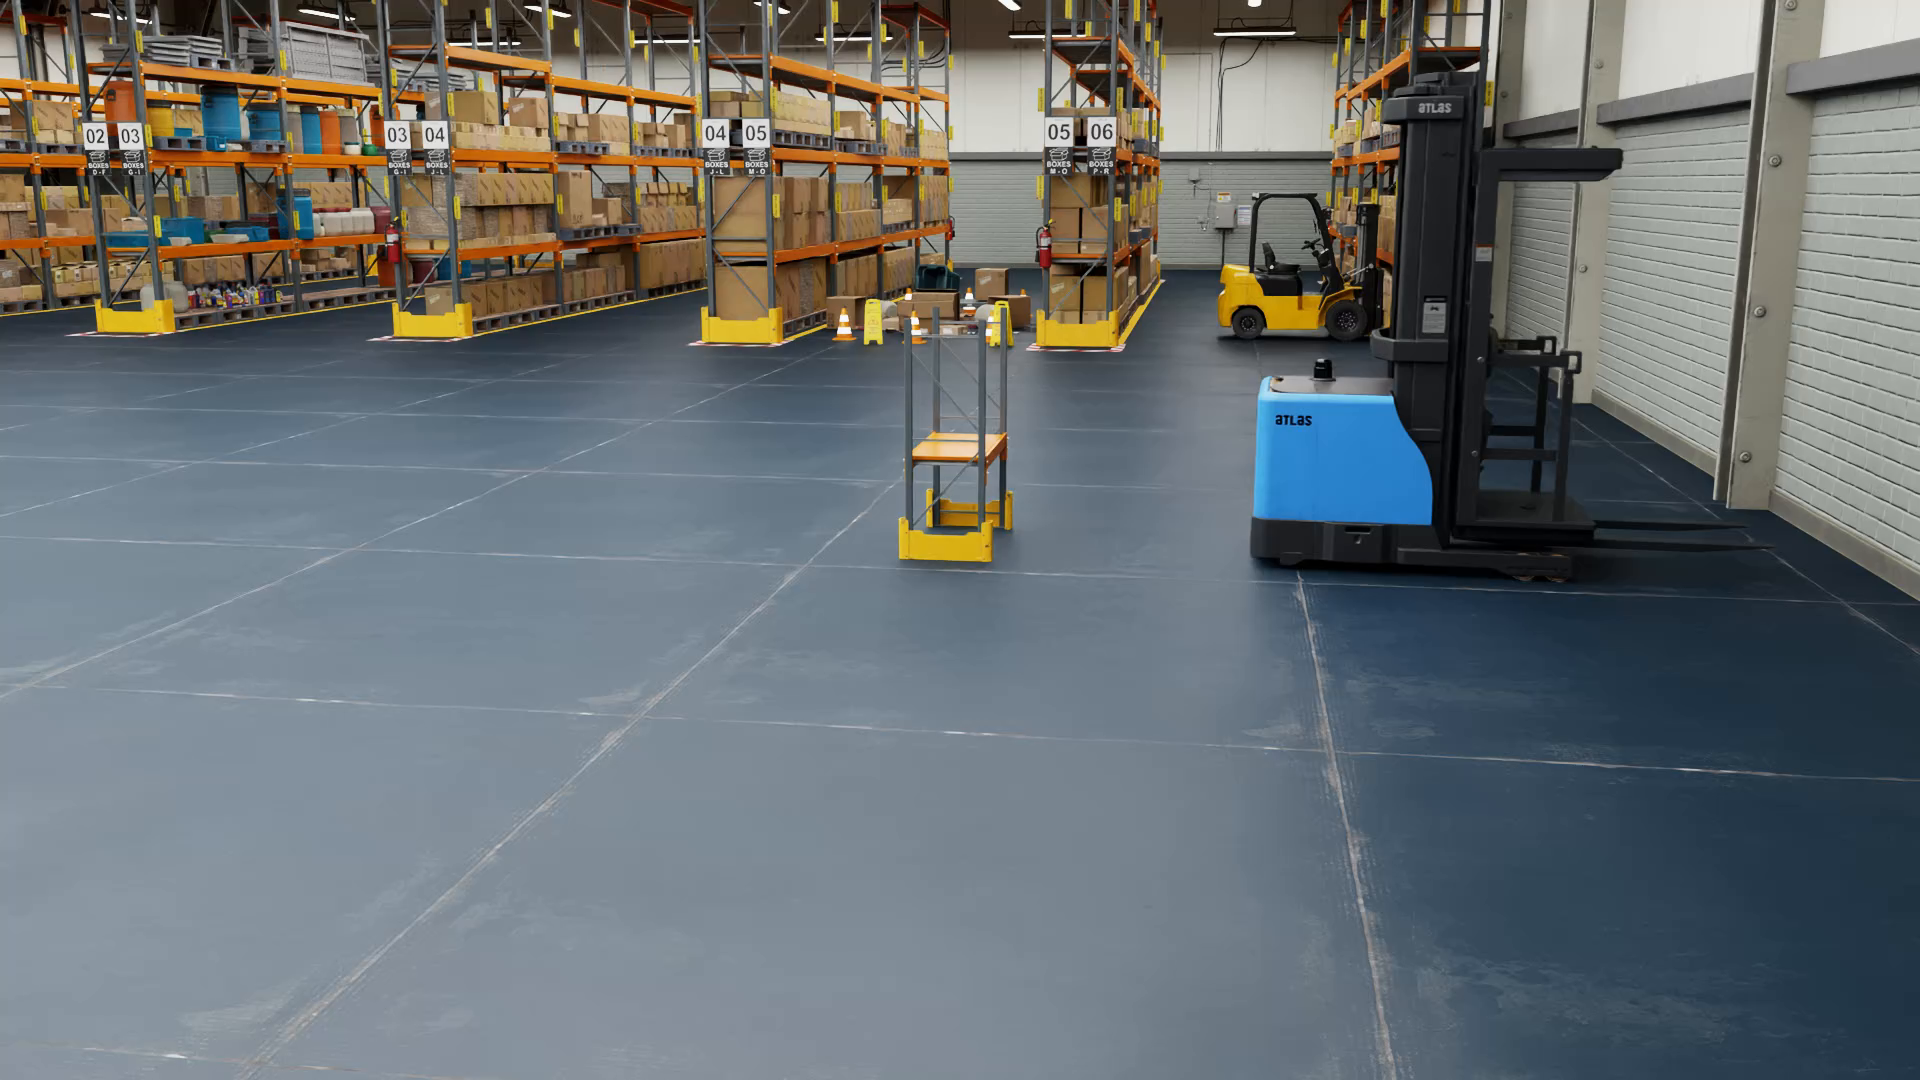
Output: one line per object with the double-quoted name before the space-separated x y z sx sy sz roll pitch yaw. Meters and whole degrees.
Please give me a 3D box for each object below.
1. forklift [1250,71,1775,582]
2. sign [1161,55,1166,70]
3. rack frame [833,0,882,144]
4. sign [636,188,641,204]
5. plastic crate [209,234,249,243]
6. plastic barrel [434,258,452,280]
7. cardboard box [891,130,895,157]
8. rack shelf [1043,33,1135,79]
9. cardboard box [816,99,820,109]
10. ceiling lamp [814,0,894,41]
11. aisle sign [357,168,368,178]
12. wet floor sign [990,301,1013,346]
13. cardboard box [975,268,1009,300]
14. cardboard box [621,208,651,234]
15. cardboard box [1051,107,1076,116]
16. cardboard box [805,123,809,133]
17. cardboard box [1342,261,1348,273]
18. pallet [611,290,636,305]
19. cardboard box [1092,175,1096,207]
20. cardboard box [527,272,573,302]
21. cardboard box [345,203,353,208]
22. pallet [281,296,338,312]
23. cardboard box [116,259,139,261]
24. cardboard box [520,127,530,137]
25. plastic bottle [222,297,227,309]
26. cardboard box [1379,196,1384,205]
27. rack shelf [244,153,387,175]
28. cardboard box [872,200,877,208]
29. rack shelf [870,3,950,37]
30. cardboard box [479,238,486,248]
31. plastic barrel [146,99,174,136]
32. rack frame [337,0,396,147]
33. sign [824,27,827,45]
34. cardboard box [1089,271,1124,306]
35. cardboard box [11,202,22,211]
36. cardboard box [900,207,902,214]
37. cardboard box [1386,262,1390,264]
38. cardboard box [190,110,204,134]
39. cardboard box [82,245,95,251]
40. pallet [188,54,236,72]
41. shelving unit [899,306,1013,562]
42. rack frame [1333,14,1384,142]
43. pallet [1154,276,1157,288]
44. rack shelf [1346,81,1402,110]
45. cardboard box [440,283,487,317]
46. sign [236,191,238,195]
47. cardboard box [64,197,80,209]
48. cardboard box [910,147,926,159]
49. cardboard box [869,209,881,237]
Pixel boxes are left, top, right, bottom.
"forklift" 3.359 -1.304 10.088 3.031 2.935 1.130 2 12 11
"sign" 4.684 -11.009 38.313 0.100 0.325 0.005 2 12 9
"rack frame" -1.987 -9.008 31.434 1.000 3.000 0.127 2 12 9
"sign" -6.335 -6.769 32.723 0.100 0.325 0.005 2 12 9
"plastic crate" -12.381 -5.110 28.212 0.530 0.136 0.437 2 12 9
"plastic barrel" -11.361 -6.170 36.488 0.600 0.901 0.708 2 12 9
"cardboard box" -1.567 -7.806 32.735 0.500 0.500 0.500 2 12 9
"rack shelf" 1.997 -7.267 25.068 1.077 0.370 4.000 2 12 9
"cardboard box" -2.461 -6.987 26.645 0.380 0.149 0.250 2 12 10
"ceiling lamp" -2.724 -14.186 41.601 2.000 3.185 0.800 2 12 9
"aisle sign" -15.117 -9.520 41.876 0.394 0.787 0.004 2 12 9
"wet floor sign" 0.602 -3.115 23.918 0.267 0.644 0.232 7 14 28
"cardboard box" 0.541 -4.303 27.978 0.500 0.500 0.500 2 12 9
"cardboard box" -6.529 -6.399 33.328 0.500 0.500 0.500 2 12 10
"cardboard box" 1.449 -6.084 23.690 0.380 0.149 0.250 2 12 9
"cardboard box" -2.576 -6.437 25.984 0.380 0.149 0.250 2 12 8
"cardboard box" 8.143 -5.499 34.326 0.500 0.500 0.500 2 12 11
"pallet" -6.994 -4.732 32.449 1.003 0.211 1.213 2 12 9
"cardboard box" 1.637 -5.173 24.559 0.700 0.500 0.500 2 12 9
"cardboard box" -7.372 -4.545 29.853 0.700 0.500 0.500 1 12 4
"cardboard box" -15.307 -8.083 41.144 0.500 0.500 0.500 2 12 9
"pallet" -12.300 -4.387 30.849 1.003 0.211 1.213 2 12 9
"cardboard box" -17.031 -5.615 34.127 0.500 0.311 0.500 2 12 11
"cardboard box" -7.354 -6.770 27.576 0.380 0.149 0.250 1 12 7
"plastic bottle" -12.394 -3.989 27.980 0.097 0.201 0.097 0 12 0
"cardboard box" 6.867 -5.398 26.440 0.380 0.149 0.250 2 12 10
"rack shelf" -12.074 -7.116 31.482 1.077 0.370 4.000 2 12 9
"cardboard box" -1.724 -6.540 32.407 0.380 0.149 0.250 2 12 9
"rack shelf" -1.065 -11.530 36.955 1.077 0.370 4.000 2 12 9
"cardboard box" -7.695 -4.677 26.170 0.380 0.149 0.250 2 12 9
"plastic barrel" -12.947 -6.758 26.667 0.600 0.588 0.600 0 12 0
"rack frame" -11.767 -9.351 33.022 1.000 3.000 0.127 2 12 9
"sign" -2.525 -9.519 31.400 0.100 0.325 0.005 2 12 9
"cardboard box" 2.251 -3.876 25.608 0.500 0.500 0.500 2 12 10
"cardboard box" -17.146 -5.998 29.927 0.380 0.149 0.250 2 12 7
"cardboard box" -1.398 -6.830 34.457 0.380 0.149 0.250 1 12 6
"cardboard box" 8.213 -5.175 31.285 0.380 0.149 0.250 3 12 12
"cardboard box" -16.430 -8.886 35.376 0.500 0.500 0.500 2 12 9
"cardboard box" -20.943 -7.001 39.755 0.380 0.149 0.250 2 12 8
"pallet" -12.667 -7.803 27.238 1.003 0.211 1.213 2 12 9
"shelving unit" -0.012 -0.717 10.762 0.587 1.500 1.083 2 12 9
"rack frame" 9.055 -10.374 37.772 1.000 3.000 0.127 2 12 9
"pallet" 3.914 -5.816 37.482 1.003 0.211 1.213 2 12 9
"rack shelf" 8.132 -8.578 32.095 1.077 0.370 4.000 2 12 9
"cardboard box" -7.932 -3.831 26.584 0.500 0.500 0.500 5 13 23
"sign" -16.583 -7.851 38.249 0.100 0.325 0.005 2 12 9
"cardboard box" -20.763 -7.672 38.480 0.500 0.500 0.500 2 12 8
"cardboard box" -1.040 -8.389 36.037 0.500 0.250 0.500 3 12 12
"cardboard box" -1.791 -6.022 31.580 0.500 0.500 0.500 2 12 9
